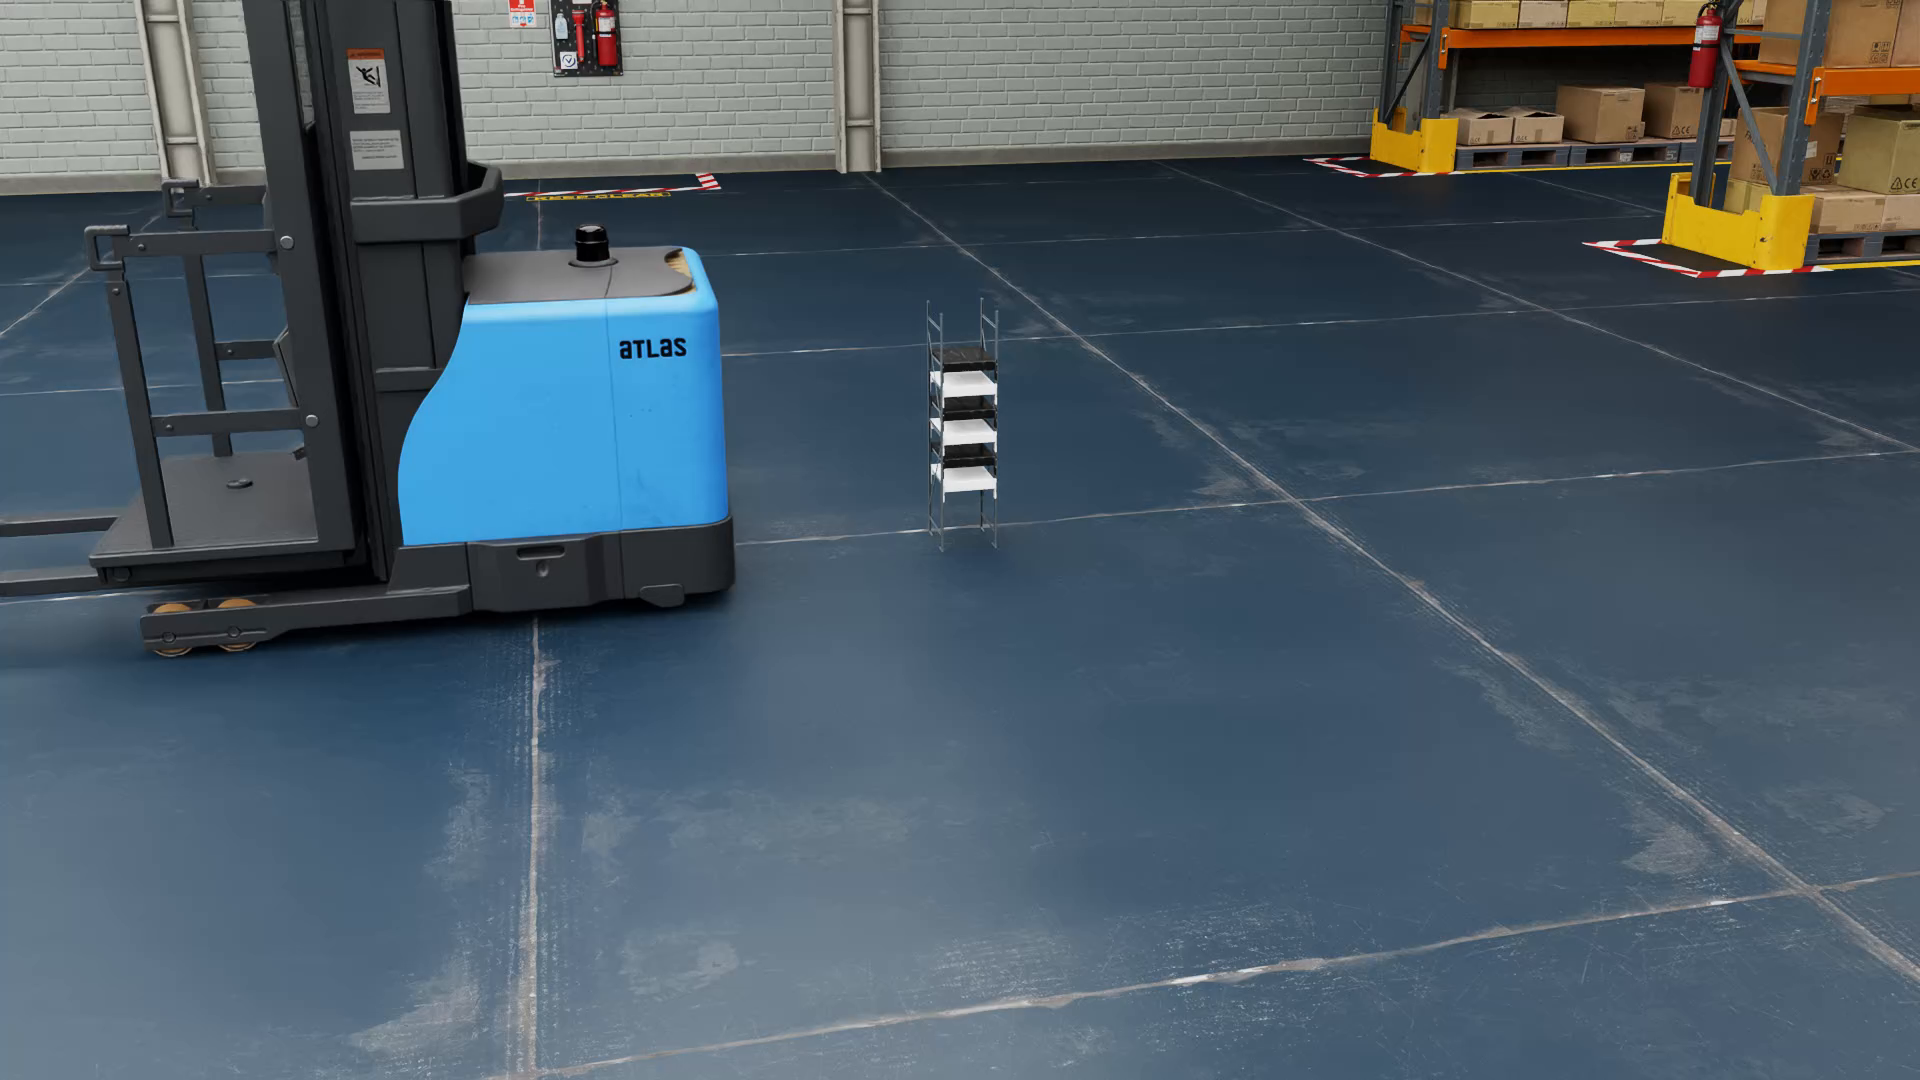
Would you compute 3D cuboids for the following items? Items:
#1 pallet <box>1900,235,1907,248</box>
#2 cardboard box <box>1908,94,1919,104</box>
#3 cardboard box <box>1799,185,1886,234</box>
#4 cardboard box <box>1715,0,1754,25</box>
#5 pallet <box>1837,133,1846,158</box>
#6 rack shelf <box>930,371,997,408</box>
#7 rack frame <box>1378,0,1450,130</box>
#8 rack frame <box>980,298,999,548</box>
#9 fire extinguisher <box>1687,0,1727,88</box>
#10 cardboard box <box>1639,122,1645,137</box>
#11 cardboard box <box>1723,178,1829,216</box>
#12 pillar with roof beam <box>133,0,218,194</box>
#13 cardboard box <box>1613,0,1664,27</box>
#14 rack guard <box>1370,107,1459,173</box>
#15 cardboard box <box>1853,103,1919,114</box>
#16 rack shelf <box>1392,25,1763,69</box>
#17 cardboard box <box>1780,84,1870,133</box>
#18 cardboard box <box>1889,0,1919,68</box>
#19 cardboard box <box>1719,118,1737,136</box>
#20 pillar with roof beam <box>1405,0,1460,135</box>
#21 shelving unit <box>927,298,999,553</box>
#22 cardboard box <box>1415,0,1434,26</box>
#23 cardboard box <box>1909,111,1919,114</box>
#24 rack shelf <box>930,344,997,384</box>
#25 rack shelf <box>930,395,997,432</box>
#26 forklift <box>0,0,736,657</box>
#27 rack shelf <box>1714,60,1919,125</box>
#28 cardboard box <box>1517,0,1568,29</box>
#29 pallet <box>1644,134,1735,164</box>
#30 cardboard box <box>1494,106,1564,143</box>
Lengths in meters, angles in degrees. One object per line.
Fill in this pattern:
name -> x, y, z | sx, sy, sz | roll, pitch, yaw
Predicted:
pallet -> 7.440, -2.311, 12.318 | 1.213, 0.211, 1.003 | -5, 21, -12
cardboard box -> 9.979, -4.607, 17.524 | 0.500, 0.500, 0.700 | -4, 21, -12
cardboard box -> 6.093, -2.325, 11.688 | 0.500, 0.250, 0.500 | -5, 21, -12
cardboard box -> 7.391, -5.189, 16.307 | 0.500, 0.250, 0.500 | -5, 21, -12
pallet -> 9.027, -4.178, 17.414 | 1.213, 0.211, 1.003 | -5, 21, -12
rack shelf -> 0.008, -0.561, 6.111 | 0.200, 0.077, 0.258 | -5, 21, -12
rack frame -> 4.377, -5.109, 15.900 | 0.127, 3.000, 1.000 | -5, 21, -12
rack frame -> 0.107, -0.431, 6.184 | 0.006, 0.900, 0.240 | -5, 21, -12
fire extinguisher -> 5.298, -3.561, 11.786 | 0.183, 0.674, 0.296 | -5, 21, -12
cardboard box -> 6.708, -4.173, 16.852 | 0.250, 0.149, 0.380 | -6, 21, -17
cardboard box -> 5.974, -2.498, 12.161 | 0.500, 0.250, 0.500 | -5, 21, -12
pillar with roof beam -> -5.828, -5.880, 9.283 | 0.400, 9.000, 9.100 | -5, 21, -12
cardboard box -> 6.416, -5.104, 16.075 | 0.500, 0.250, 0.500 | -4, 21, -12
rack guard -> 4.451, -3.941, 16.346 | 0.348, 0.500, 1.175 | -5, 21, -12
cardboard box -> 6.944, -2.935, 12.263 | 0.500, 0.500, 0.500 | -5, 21, -12
rack shelf -> 6.323, -4.929, 16.456 | 4.000, 0.370, 1.077 | -5, 21, -12
cardboard box -> 8.982, -4.522, 17.293 | 0.500, 0.500, 0.700 | -4, 20, -11
cardboard box -> 6.488, -3.574, 11.564 | 0.500, 0.500, 0.700 | -4, 21, -11
cardboard box -> 7.756, -4.249, 17.033 | 0.250, 0.166, 0.380 | -7, 21, -20
pillar with roof beam -> 5.850, -6.830, 11.876 | 0.400, 9.000, 9.100 | -5, 21, -12
shelving unit -> 0.008, -0.423, 6.162 | 0.210, 0.900, 0.258 | -5, 21, -12
cardboard box -> 4.787, -5.150, 16.201 | 0.500, 0.250, 0.500 | -4, 21, -12
cardboard box -> 7.063, -2.761, 11.788 | 0.500, 0.500, 0.500 | -5, 21, -12
rack shelf -> 0.008, -0.645, 6.080 | 0.200, 0.077, 0.258 | -5, 21, -12
rack shelf -> 0.008, -0.476, 6.142 | 0.200, 0.077, 0.258 | -5, 21, -12
forklift -> -2.344, -1.203, 5.338 | 3.031, 2.935, 1.130 | -4, 21, -12
rack shelf -> 7.467, -3.271, 11.930 | 4.000, 0.370, 1.077 | -5, 21, -12
cardboard box -> 5.427, -5.026, 15.863 | 0.500, 0.250, 0.500 | -5, 21, -14
pallet -> 7.624, -4.051, 17.067 | 1.213, 0.211, 1.003 | -5, 21, -12
cardboard box -> 5.626, -4.123, 16.477 | 0.500, 0.311, 0.500 | -3, 20, -8
